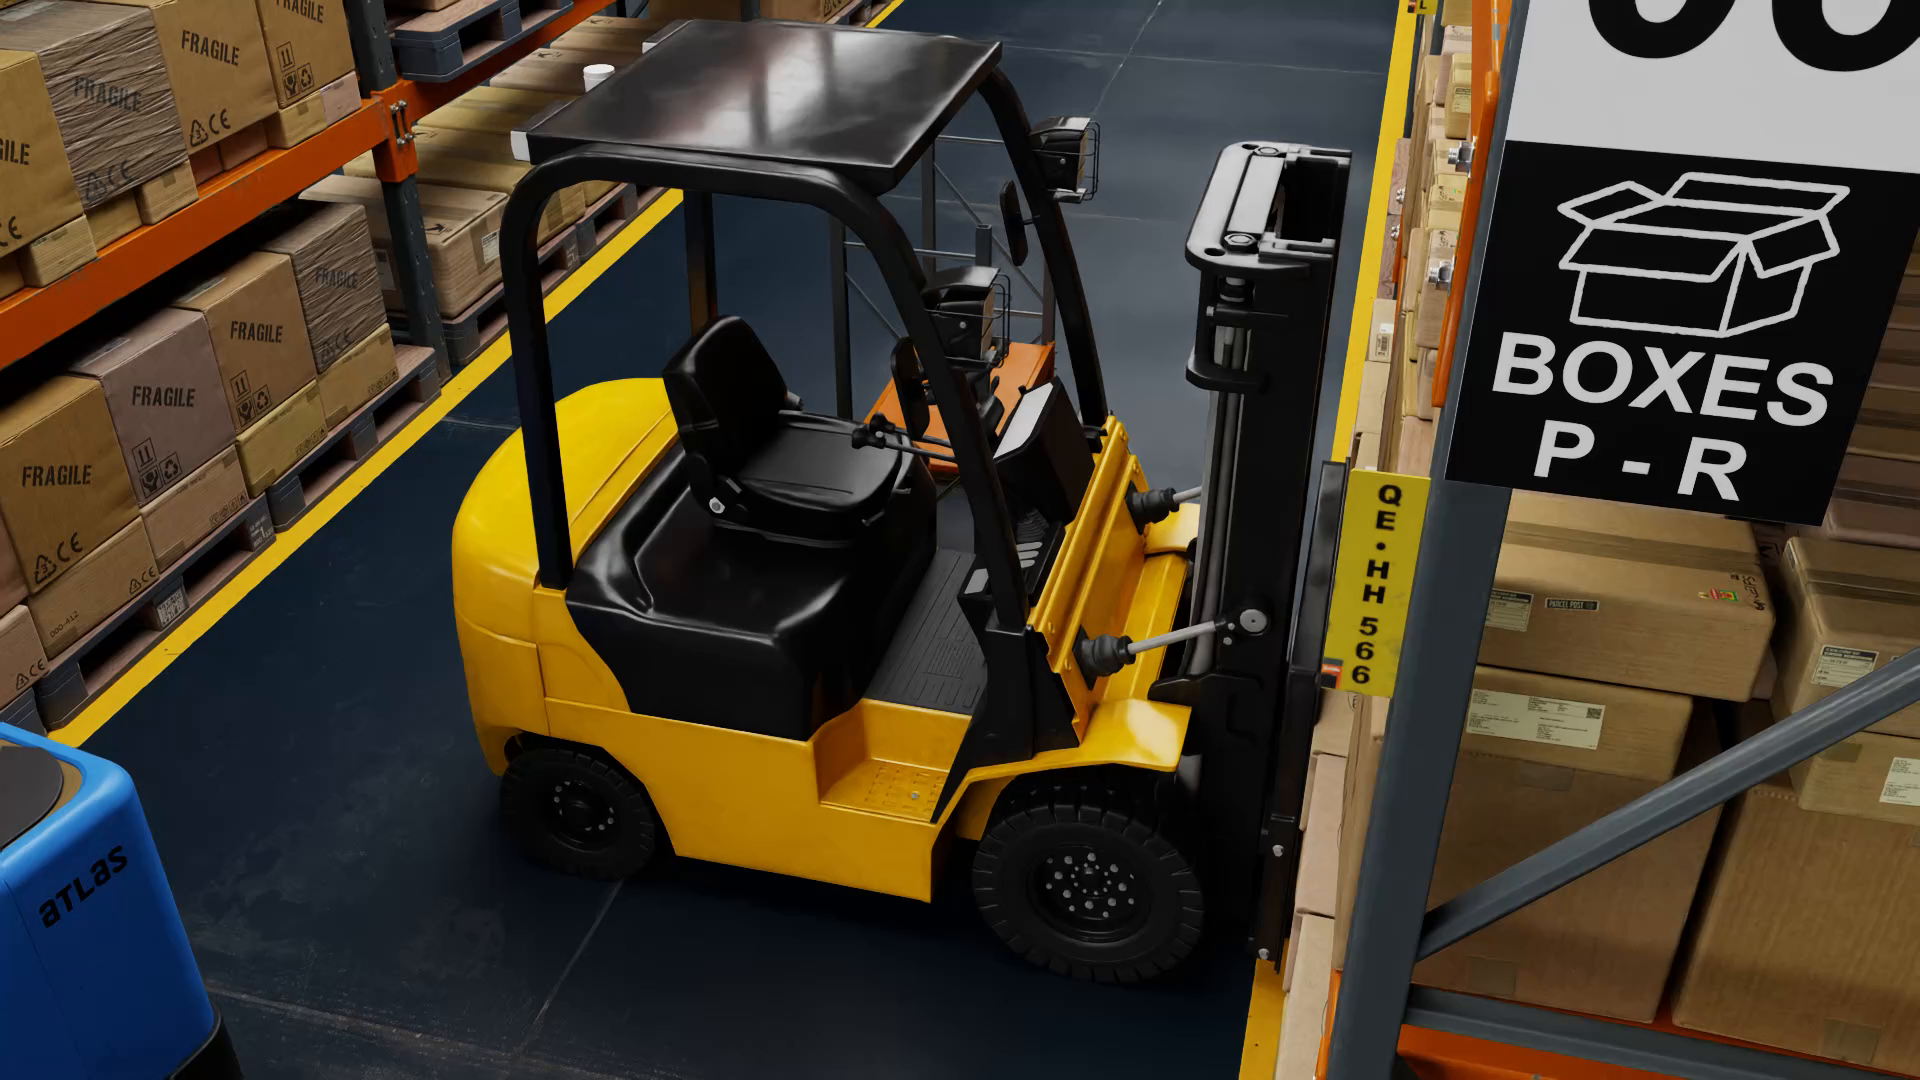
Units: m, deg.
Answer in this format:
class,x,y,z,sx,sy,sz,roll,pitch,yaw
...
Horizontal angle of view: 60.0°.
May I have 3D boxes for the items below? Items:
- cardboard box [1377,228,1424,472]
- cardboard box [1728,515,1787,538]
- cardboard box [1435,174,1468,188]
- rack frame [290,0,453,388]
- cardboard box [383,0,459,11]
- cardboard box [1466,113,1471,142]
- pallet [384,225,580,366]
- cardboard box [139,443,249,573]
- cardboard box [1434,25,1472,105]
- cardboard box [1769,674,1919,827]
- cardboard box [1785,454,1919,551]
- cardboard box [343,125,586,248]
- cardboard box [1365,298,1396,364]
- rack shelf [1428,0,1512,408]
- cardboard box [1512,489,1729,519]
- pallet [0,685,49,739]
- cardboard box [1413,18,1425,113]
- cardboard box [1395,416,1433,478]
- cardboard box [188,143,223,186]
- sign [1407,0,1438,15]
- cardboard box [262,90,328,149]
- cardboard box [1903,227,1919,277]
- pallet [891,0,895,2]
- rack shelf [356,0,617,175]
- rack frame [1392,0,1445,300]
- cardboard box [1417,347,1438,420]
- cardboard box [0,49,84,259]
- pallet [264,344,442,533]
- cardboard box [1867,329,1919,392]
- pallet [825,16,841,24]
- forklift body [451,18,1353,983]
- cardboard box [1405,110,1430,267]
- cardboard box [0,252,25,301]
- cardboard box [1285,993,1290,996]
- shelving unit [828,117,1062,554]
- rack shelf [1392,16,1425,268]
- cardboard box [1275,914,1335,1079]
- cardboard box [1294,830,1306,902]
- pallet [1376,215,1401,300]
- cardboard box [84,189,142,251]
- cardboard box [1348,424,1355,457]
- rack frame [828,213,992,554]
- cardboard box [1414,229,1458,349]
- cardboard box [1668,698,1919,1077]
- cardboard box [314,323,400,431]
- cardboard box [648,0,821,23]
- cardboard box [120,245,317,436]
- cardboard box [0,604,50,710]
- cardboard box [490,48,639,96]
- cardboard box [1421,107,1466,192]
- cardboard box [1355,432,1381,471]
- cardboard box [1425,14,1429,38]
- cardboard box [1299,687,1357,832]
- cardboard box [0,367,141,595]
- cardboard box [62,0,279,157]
class,x,y,z,sx,sy,sz,roll,pitch,yaw
cardboard box,1.294,-0.401,3.991,0.500,0.500,0.500,8,33,13
cardboard box,1.445,0.005,2.749,0.380,0.149,0.250,7,33,12
cardboard box,1.304,-0.733,3.910,0.380,0.149,0.250,7,33,11
rack frame,-2.751,-2.021,6.632,1.000,3.000,0.127,8,33,12
cardboard box,-2.305,-2.336,6.971,0.380,0.149,0.250,8,33,13
cardboard box,1.433,-0.984,4.027,0.380,0.149,0.250,8,33,12
pallet,-2.555,-1.248,8.016,1.003,0.211,1.213,8,33,12
cardboard box,-2.900,-0.153,5.866,0.500,0.250,0.500,9,33,13
cardboard box,1.484,-1.262,4.464,0.380,0.149,0.250,9,33,13
cardboard box,1.373,0.272,2.328,0.380,0.149,0.250,7,33,11
cardboard box,1.456,0.013,2.459,0.380,0.149,0.250,9,34,14
cardboard box,-2.441,-1.735,8.241,0.950,0.372,0.625,10,34,15
cardboard box,1.625,-0.577,5.602,0.500,0.250,0.500,8,33,12
rack shelf,1.544,-1.271,3.328,1.077,0.370,4.000,8,33,12
cardboard box,0.956,-0.059,2.572,0.380,0.149,0.250,8,33,12
pallet,-3.506,0.776,4.833,1.003,0.211,1.213,8,33,12
cardboard box,2.048,-1.842,6.492,0.500,0.250,0.500,8,33,12
cardboard box,1.048,0.128,3.160,0.500,0.500,0.500,9,34,14
cardboard box,-2.813,-1.324,5.771,0.380,0.149,0.250,8,33,12
sign,1.524,-1.871,5.391,0.100,0.325,0.005,8,33,12
cardboard box,-2.594,-1.576,6.167,0.380,0.149,0.250,9,33,13
cardboard box,1.762,-0.517,3.292,0.380,0.149,0.250,7,33,11
pallet,-0.844,-4.585,13.265,1.003,0.211,1.213,8,33,12
rack shelf,-2.243,-2.755,8.458,1.077,0.370,4.000,8,33,12
rack frame,2.051,-1.347,5.572,1.000,3.000,0.127,8,33,12
cardboard box,1.110,-0.340,3.291,0.380,0.149,0.250,7,33,11
cardboard box,-3.000,-1.119,4.844,0.500,0.500,0.500,7,33,11
pallet,-2.887,-0.490,6.825,1.003,0.211,1.213,8,33,12
cardboard box,1.558,-0.254,2.879,0.380,0.149,0.250,8,33,13
pallet,-1.463,-3.318,11.273,1.003,0.211,1.213,8,33,12
forklift body,-0.247,-0.145,4.474,2.313,2.155,1.214,8,33,12
cardboard box,1.570,-0.922,4.811,0.500,0.500,0.500,9,33,13
cardboard box,-3.037,-0.789,4.929,0.380,0.149,0.250,7,33,11
cardboard box,0.985,1.169,3.787,0.500,0.250,0.500,8,33,12
shelving unit,-0.019,-0.593,5.785,0.587,1.500,1.083,8,33,12
rack shelf,2.559,-2.081,7.398,1.077,0.370,4.000,8,33,12
cardboard box,0.851,1.009,3.107,0.500,0.250,0.500,9,34,14
cardboard box,1.106,0.676,4.096,0.500,0.250,0.500,7,33,11
pallet,2.508,-1.193,7.929,1.003,0.211,1.213,8,33,12
cardboard box,-2.886,-1.050,5.340,0.380,0.149,0.250,7,33,12
cardboard box,1.608,-0.158,5.874,0.500,0.250,0.500,8,33,13
rack frame,-0.151,-0.325,5.363,0.500,1.500,0.032,8,33,12
cardboard box,1.090,-0.468,3.215,0.380,0.149,0.250,9,33,14
cardboard box,1.430,0.468,2.625,0.500,0.500,0.500,9,34,14
cardboard box,-2.641,-0.694,6.717,0.500,0.250,0.500,10,34,15
cardboard box,-1.480,-3.724,10.901,0.875,0.875,0.875,8,33,12
cardboard box,-2.769,-0.746,6.100,0.500,0.500,0.500,9,33,13
cardboard box,-3.157,0.393,5.007,0.500,0.250,0.500,9,34,14
cardboard box,-2.068,-2.489,9.427,0.950,0.372,0.625,7,33,11
cardboard box,1.410,-1.006,4.338,0.380,0.149,0.250,8,33,12
cardboard box,1.370,-0.054,4.778,0.500,0.250,0.500,9,34,14
cardboard box,2.052,-2.052,6.356,0.500,0.250,0.500,7,33,11
cardboard box,1.094,0.480,3.939,0.500,0.250,0.500,8,33,13
cardboard box,-3.025,-0.203,5.245,0.500,0.500,0.500,9,33,13
cardboard box,-2.747,-1.656,5.688,0.500,0.500,0.500,9,34,14
